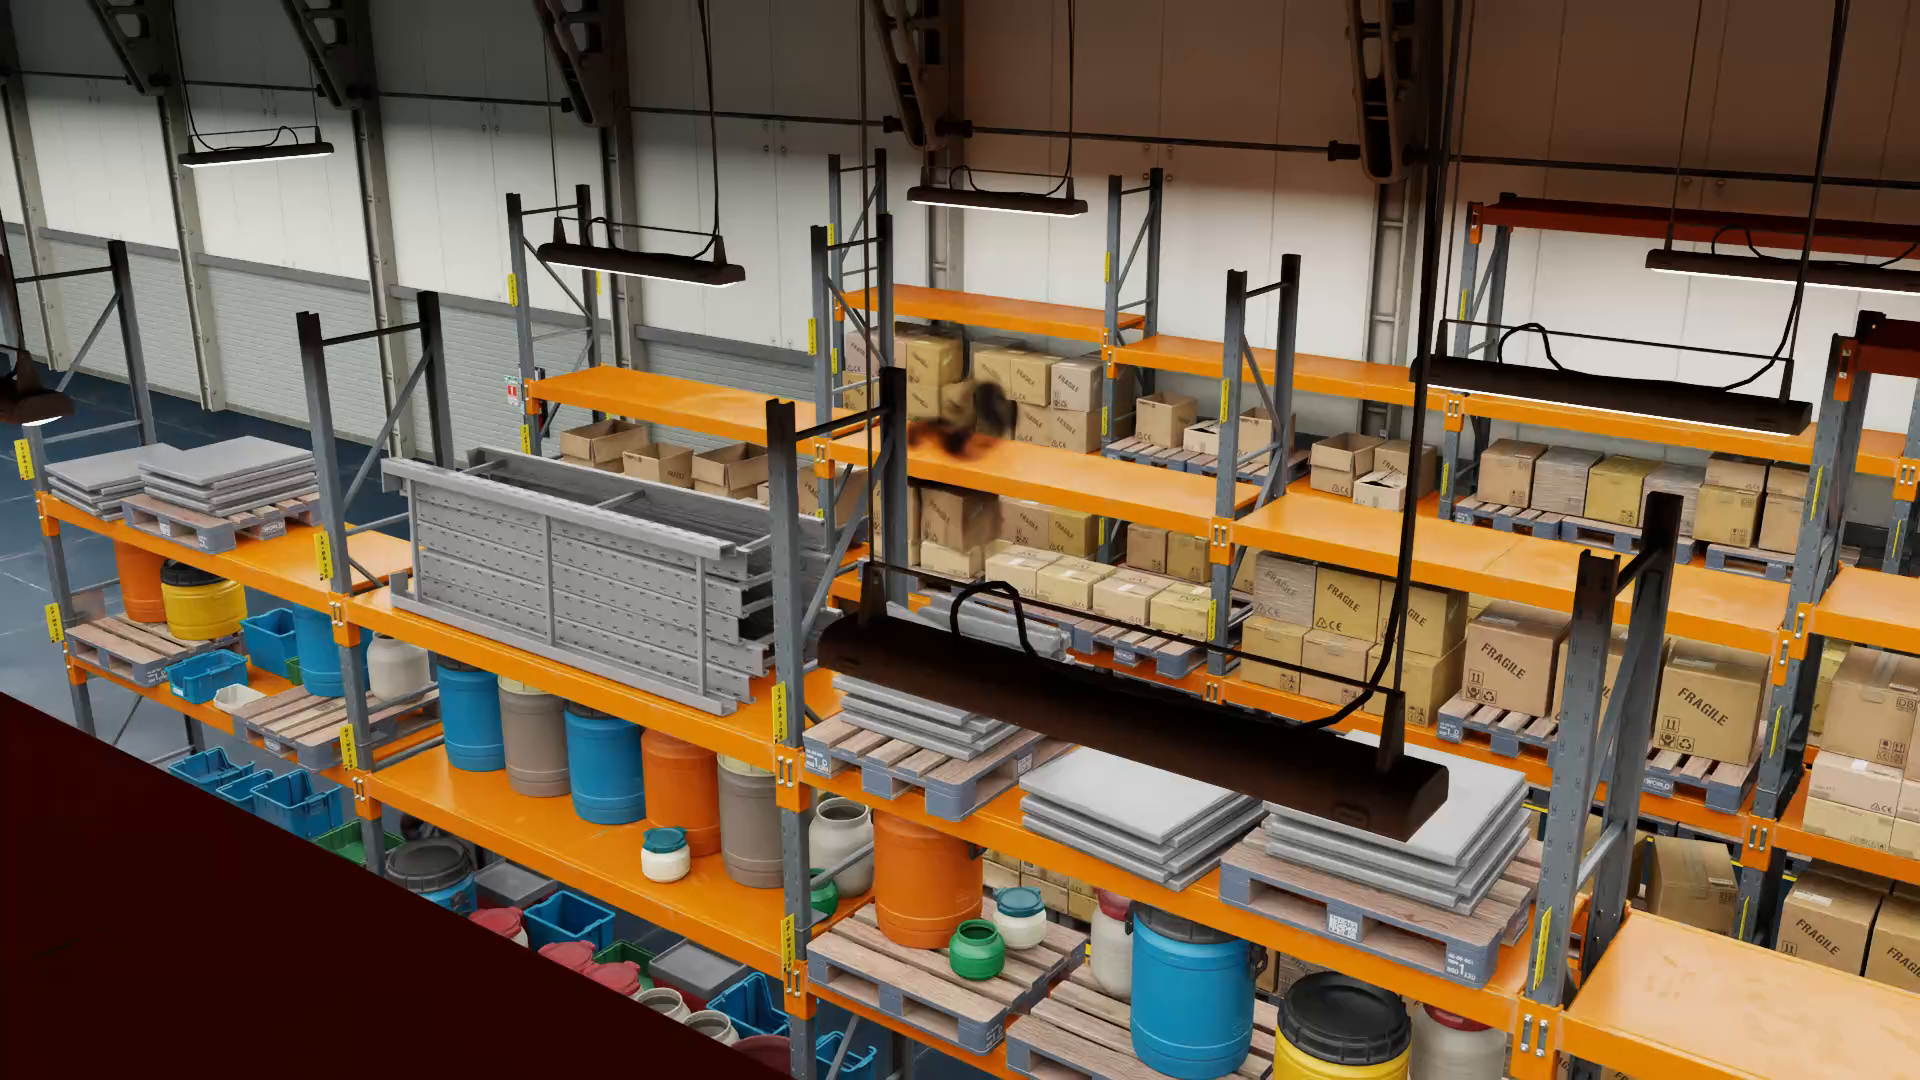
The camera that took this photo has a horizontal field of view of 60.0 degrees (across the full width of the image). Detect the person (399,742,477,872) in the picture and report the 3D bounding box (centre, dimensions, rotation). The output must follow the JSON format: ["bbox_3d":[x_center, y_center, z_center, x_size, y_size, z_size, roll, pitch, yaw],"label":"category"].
[{"bbox_3d":[-4.803,2.411,15.238,0.851,1.765,0.678,8,20,22],"label":"person"}]
